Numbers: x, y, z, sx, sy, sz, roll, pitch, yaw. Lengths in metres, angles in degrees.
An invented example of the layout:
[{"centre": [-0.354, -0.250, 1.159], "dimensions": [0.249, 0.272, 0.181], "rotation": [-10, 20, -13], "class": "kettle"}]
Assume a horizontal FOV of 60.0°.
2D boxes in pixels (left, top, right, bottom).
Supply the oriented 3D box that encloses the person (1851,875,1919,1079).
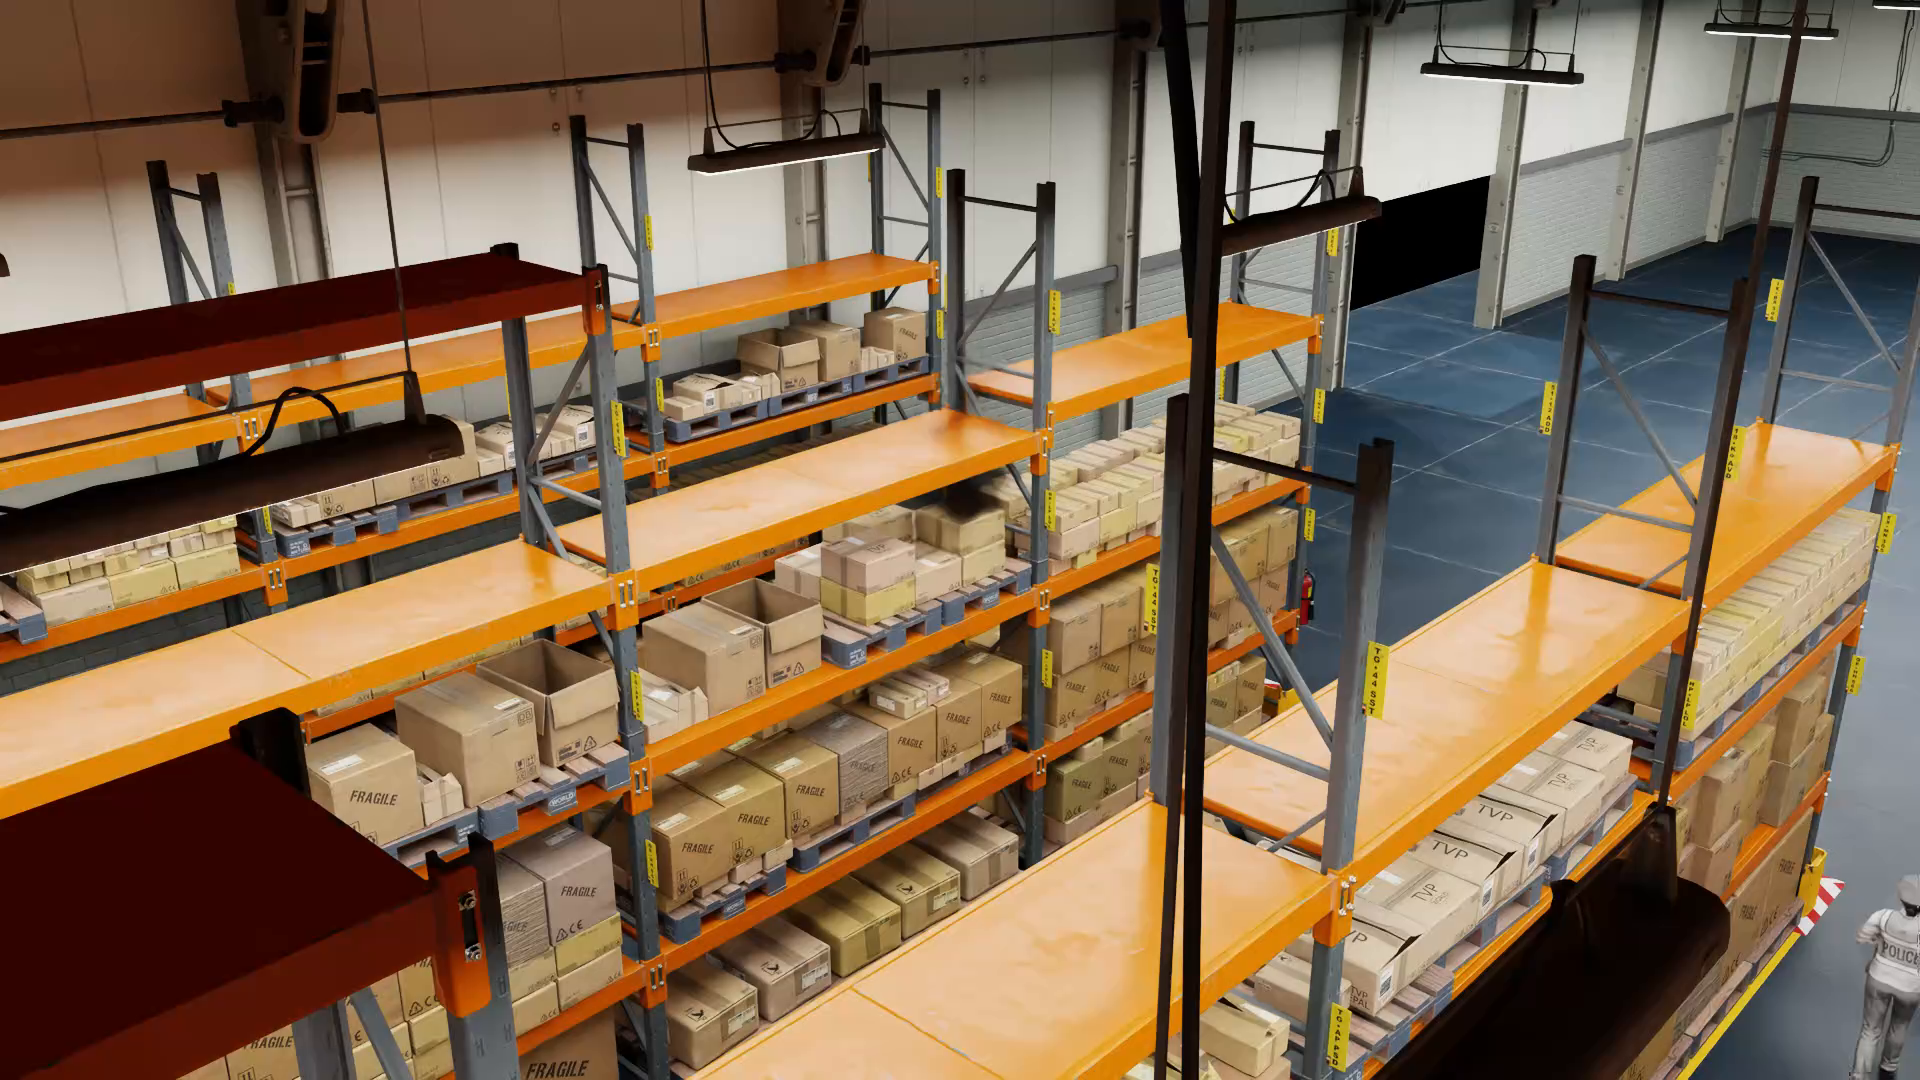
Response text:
[{"centre": [6.518, 3.112, 11.608], "dimensions": [0.614, 1.707, 0.854], "rotation": [15, 26, 33], "class": "person"}]
